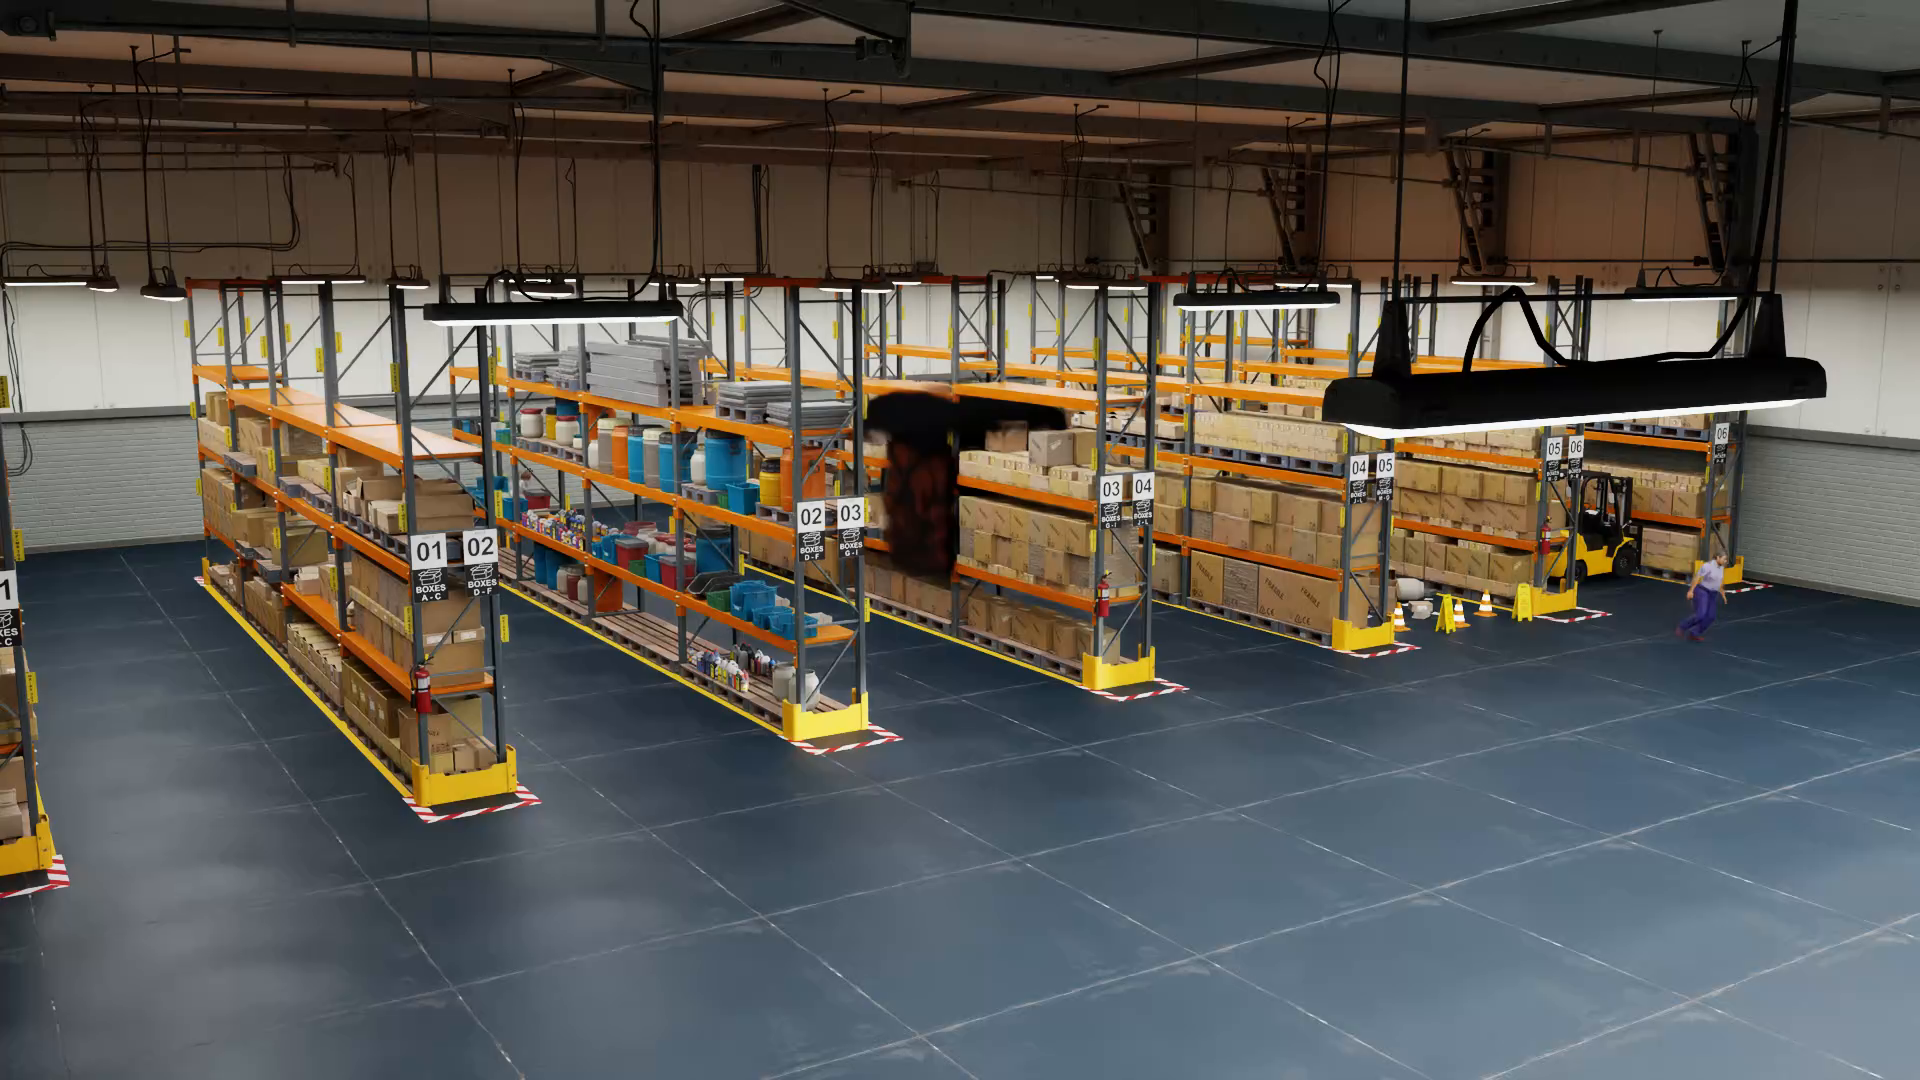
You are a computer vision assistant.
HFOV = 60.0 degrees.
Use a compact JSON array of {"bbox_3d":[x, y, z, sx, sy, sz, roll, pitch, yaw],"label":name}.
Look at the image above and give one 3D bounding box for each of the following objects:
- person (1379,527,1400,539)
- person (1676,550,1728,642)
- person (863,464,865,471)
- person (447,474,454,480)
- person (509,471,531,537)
[{"bbox_3d":[9.454,-0.400,35.957,1.117,1.506,0.640,6,11,33],"label":"person"},{"bbox_3d":[12.402,0.926,27.766,0.743,1.567,0.606,-6,11,-34],"label":"person"},{"bbox_3d":[-2.590,-1.949,44.355,0.635,1.765,0.773,3,10,18],"label":"person"},{"bbox_3d":[-11.571,-0.712,37.764,0.558,1.611,0.751,2,10,12],"label":"person"},{"bbox_3d":[-10.083,-0.832,38.336,0.670,1.522,0.525,-1,10,-6],"label":"person"}]
